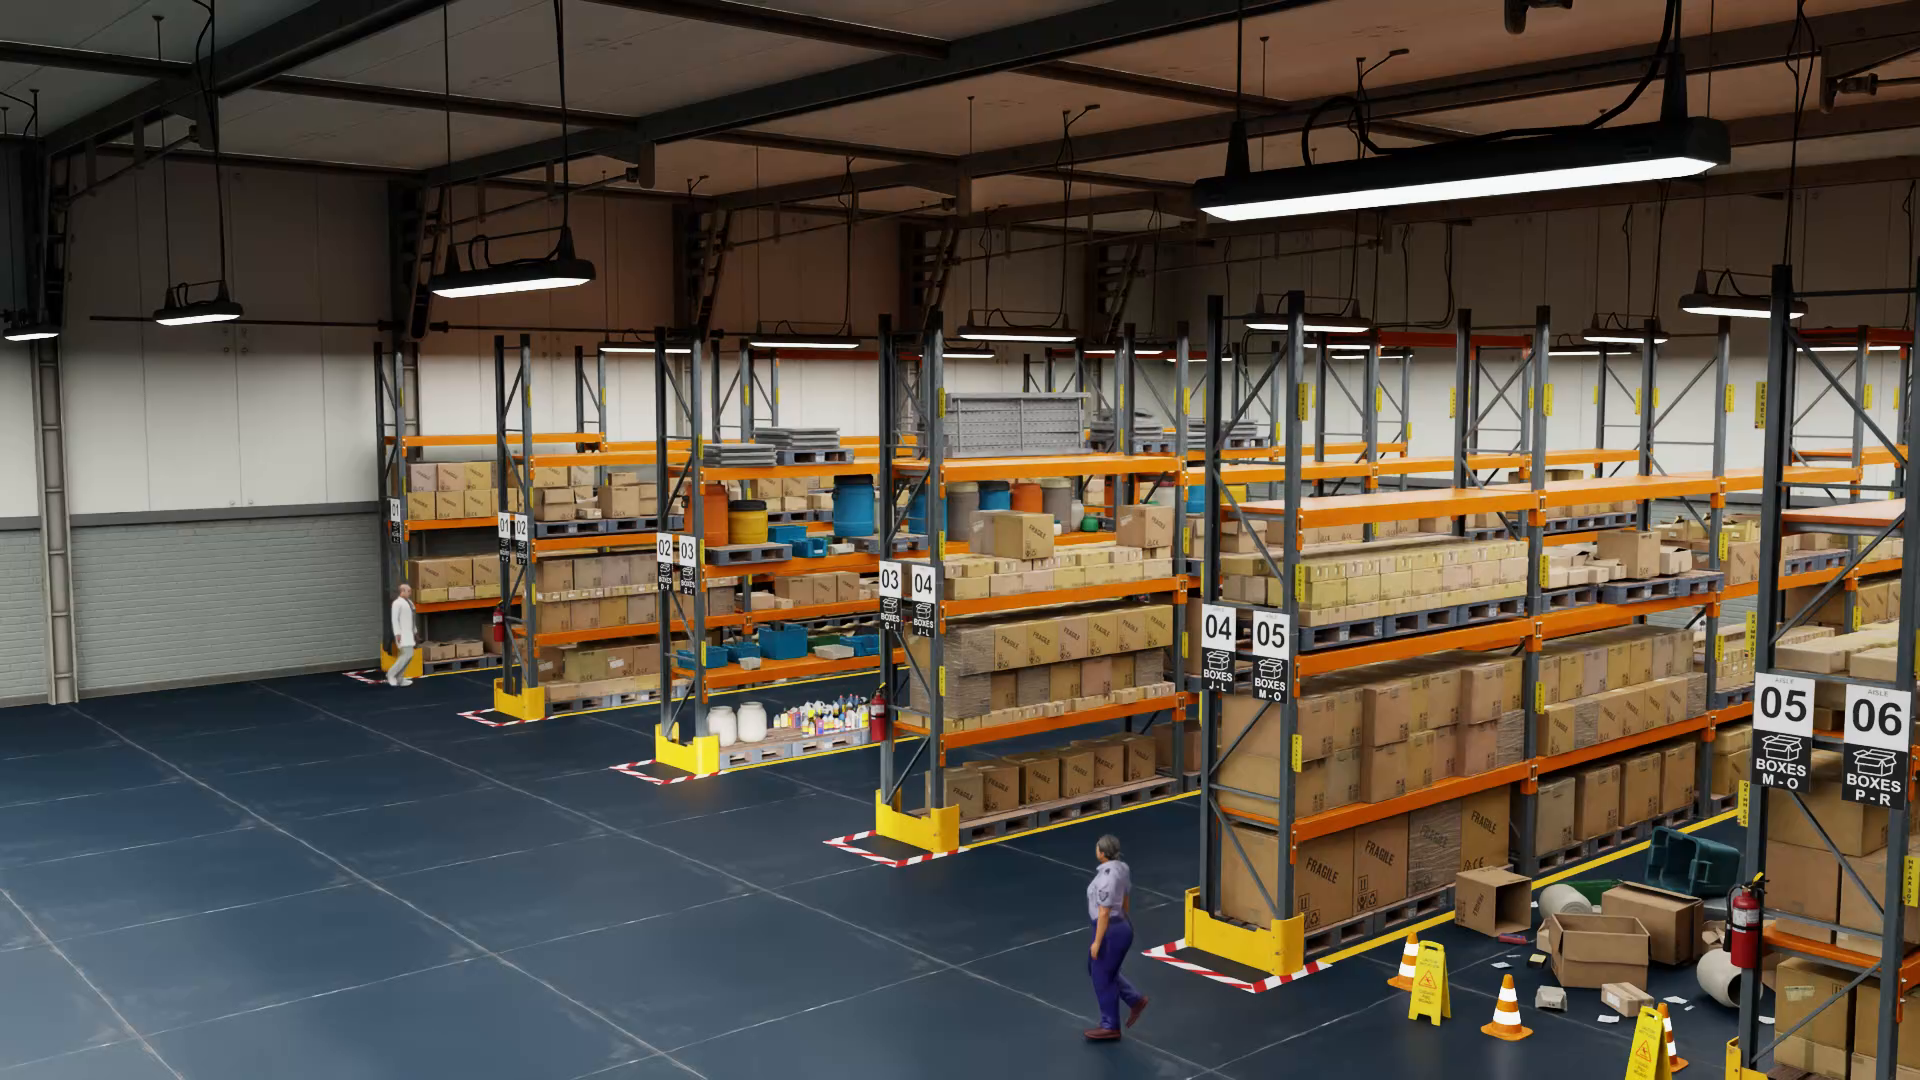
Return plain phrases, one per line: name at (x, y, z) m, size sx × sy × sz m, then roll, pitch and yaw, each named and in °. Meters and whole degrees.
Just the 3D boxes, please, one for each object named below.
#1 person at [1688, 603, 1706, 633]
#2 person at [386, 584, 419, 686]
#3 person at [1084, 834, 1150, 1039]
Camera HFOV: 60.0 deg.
person at (12.348, 1.820, 27.745) m, size 0.495 × 1.618 × 1.038 m, roll 4°, pitch 7°, yaw 40°
person at (-9.682, 1.649, 28.869) m, size 0.529 × 1.758 × 0.712 m, roll 0°, pitch 5°, yaw -1°
person at (1.227, 3.139, 13.189) m, size 0.478 × 1.622 × 0.472 m, roll 1°, pitch 5°, yaw 6°
